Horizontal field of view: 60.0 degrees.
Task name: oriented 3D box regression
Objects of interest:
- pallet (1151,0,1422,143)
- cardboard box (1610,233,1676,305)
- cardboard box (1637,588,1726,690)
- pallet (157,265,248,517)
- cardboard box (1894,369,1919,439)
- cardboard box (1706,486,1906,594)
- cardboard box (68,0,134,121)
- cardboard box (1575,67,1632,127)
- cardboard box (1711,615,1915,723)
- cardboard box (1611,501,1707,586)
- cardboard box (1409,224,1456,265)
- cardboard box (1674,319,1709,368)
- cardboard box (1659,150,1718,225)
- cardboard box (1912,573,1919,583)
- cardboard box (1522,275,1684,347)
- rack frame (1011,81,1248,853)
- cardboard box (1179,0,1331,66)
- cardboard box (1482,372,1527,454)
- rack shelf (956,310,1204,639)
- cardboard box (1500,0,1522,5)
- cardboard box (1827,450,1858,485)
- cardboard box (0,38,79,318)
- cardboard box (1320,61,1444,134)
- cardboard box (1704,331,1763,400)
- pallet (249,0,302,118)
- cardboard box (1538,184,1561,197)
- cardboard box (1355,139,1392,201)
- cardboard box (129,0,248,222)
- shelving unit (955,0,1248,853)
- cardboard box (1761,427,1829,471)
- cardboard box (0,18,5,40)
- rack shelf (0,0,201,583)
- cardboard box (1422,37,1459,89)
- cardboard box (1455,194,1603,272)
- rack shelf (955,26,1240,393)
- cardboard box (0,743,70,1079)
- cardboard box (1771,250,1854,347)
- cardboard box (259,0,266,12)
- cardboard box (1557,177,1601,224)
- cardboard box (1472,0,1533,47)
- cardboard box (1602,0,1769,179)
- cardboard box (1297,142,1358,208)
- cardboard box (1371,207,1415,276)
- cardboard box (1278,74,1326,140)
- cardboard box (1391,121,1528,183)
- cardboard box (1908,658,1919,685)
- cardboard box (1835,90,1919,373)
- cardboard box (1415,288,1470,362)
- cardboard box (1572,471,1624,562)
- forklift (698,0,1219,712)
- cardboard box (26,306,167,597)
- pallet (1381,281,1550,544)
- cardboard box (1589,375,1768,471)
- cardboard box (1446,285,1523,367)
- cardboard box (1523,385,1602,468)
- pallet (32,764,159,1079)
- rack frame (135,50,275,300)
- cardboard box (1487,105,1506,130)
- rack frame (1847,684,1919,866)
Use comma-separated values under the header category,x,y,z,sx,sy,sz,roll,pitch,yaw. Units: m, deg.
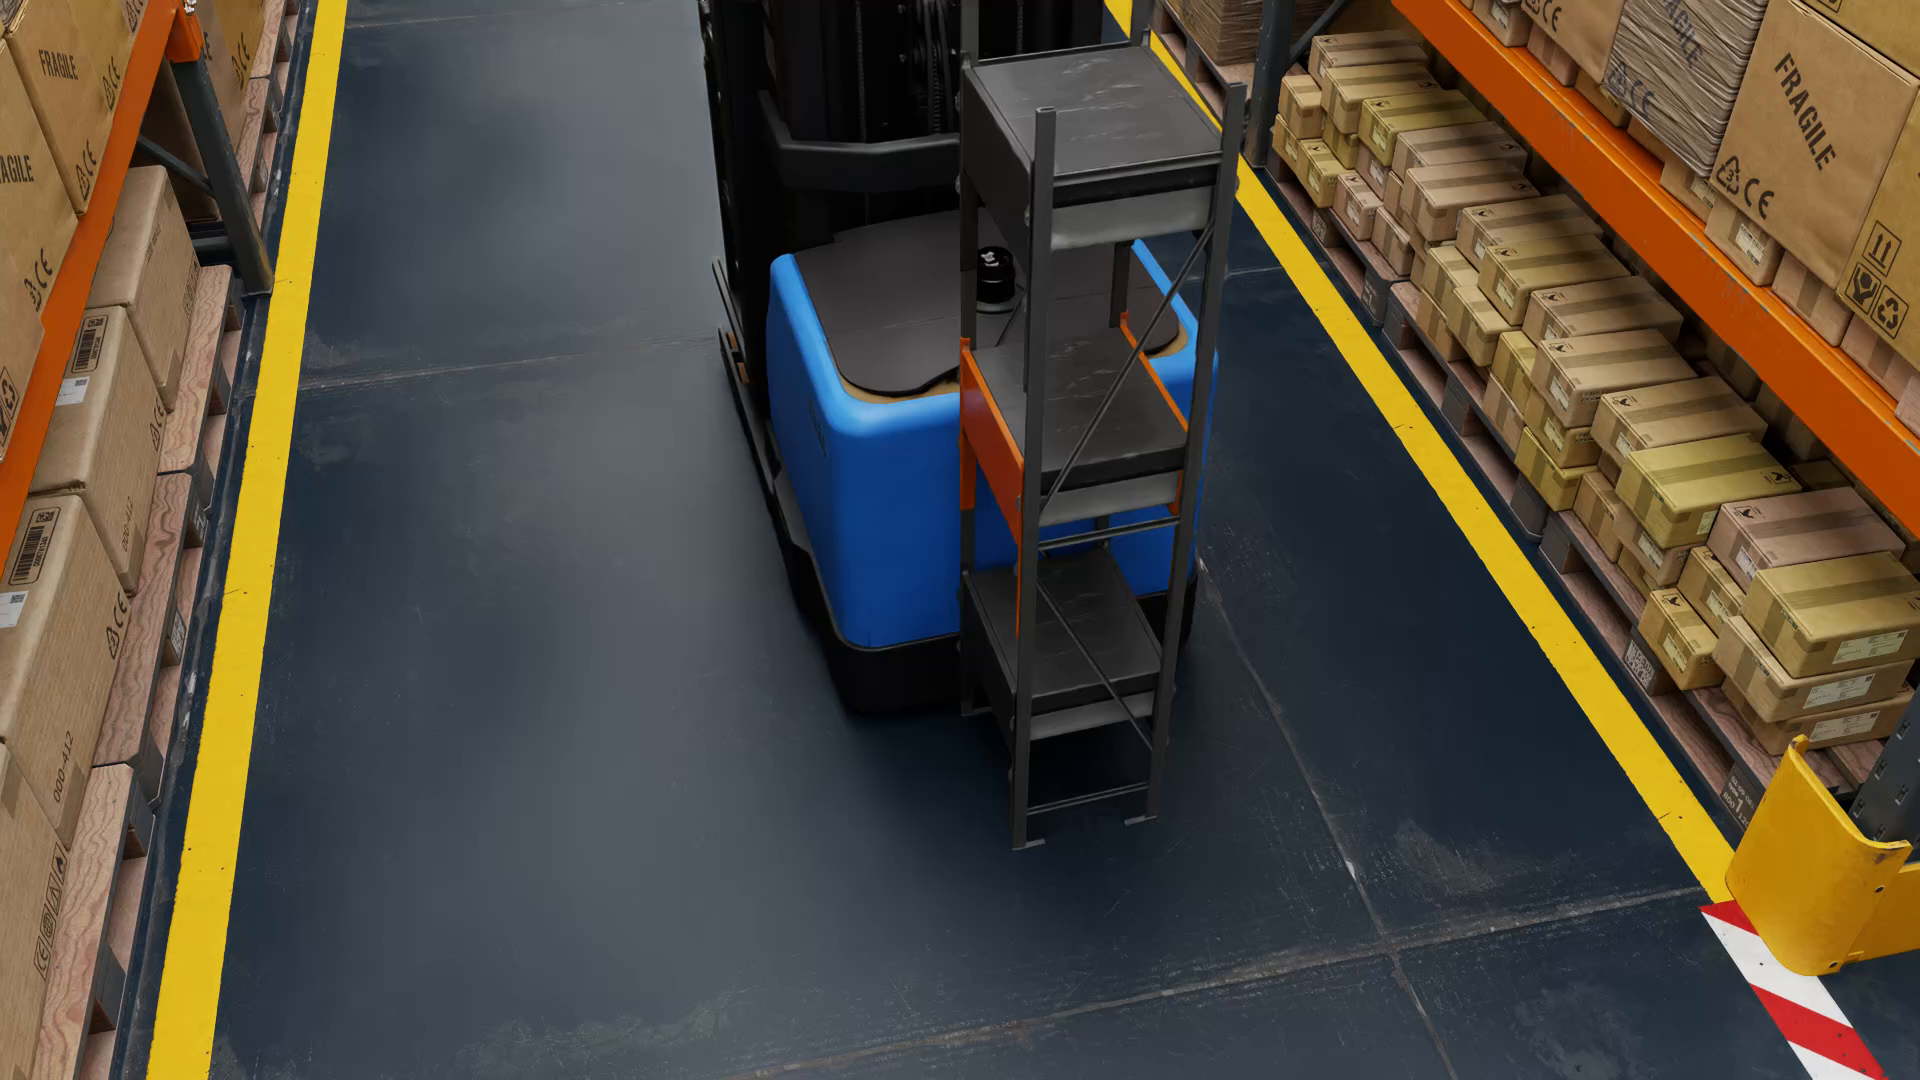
category,x,y,z,sx,sy,sz,roll,pitch,yaw
pallet,1.539,-2.250,7.626,1.003,0.211,1.213,-8,42,-9
cardboard box,2.339,-0.897,5.384,0.380,0.149,0.250,-8,42,-9
cardboard box,2.100,0.250,4.540,0.380,0.149,0.250,-7,42,-8
pallet,-3.015,-0.467,5.617,1.003,0.211,1.213,-8,42,-9
cardboard box,2.225,-0.273,3.487,0.380,0.149,0.250,-8,42,-9
cardboard box,2.212,0.013,4.359,0.380,0.149,0.250,-8,42,-8
cardboard box,-2.637,-1.454,4.554,0.500,0.500,0.500,-9,42,-10
cardboard box,1.960,-1.290,4.633,0.380,0.149,0.250,-8,42,-9
cardboard box,2.179,0.301,4.259,0.380,0.149,0.250,-9,42,-10
cardboard box,2.065,-0.036,4.638,0.380,0.149,0.250,-10,43,-11
cardboard box,1.796,-1.049,5.779,0.380,0.149,0.250,-7,42,-7
cardboard box,2.368,-0.616,5.291,0.380,0.149,0.250,-6,42,-7
cardboard box,2.034,-0.937,4.235,0.380,0.149,0.250,-10,43,-11
cardboard box,2.705,0.040,4.552,0.380,0.149,0.250,-9,42,-9
cardboard box,1.977,-0.667,5.124,0.380,0.149,0.250,-10,43,-11
rack frame,0.329,-0.011,3.681,0.400,2.100,0.015,-11,43,-12
cardboard box,1.303,-2.454,7.322,0.500,0.500,0.500,-9,42,-10
cardboard box,1.906,-0.428,5.304,0.380,0.149,0.250,-8,42,-8
rack shelf,0.262,-0.157,3.865,0.431,0.518,0.480,-11,43,-12
cardboard box,1.757,-1.929,4.864,0.500,0.500,0.500,-9,42,-10
cardboard box,2.684,-0.241,4.644,0.380,0.149,0.250,-8,42,-9
cardboard box,-2.416,-0.789,3.804,0.500,0.500,0.500,-7,42,-8
cardboard box,1.582,-1.662,6.246,0.380,0.149,0.250,-6,42,-7
cardboard box,2.499,-0.571,5.016,0.380,0.149,0.250,-7,42,-8
pallet,-3.610,-2.253,7.629,1.003,0.211,1.213,-8,42,-9
cardboard box,2.265,-1.148,5.891,0.380,0.149,0.250,-7,42,-8
cardboard box,1.704,-1.406,6.181,0.380,0.149,0.250,-9,42,-10
cardboard box,-3.315,-1.767,6.265,0.875,0.875,0.875,-7,42,-8
shelving unit,0.262,-0.167,3.856,0.431,2.100,0.503,-11,43,-12
cardboard box,2.617,-0.288,4.922,0.380,0.149,0.250,-7,42,-8
cardboard box,-2.411,-1.174,3.484,0.500,0.500,0.500,-8,42,-9
rack shelf,-2.671,-0.448,4.037,1.077,0.370,4.000,-8,42,-9
cardboard box,2.039,-1.909,6.524,0.380,0.149,0.250,-7,42,-8
cardboard box,1.878,-0.998,5.498,0.380,0.149,0.250,-10,43,-11
rack shelf,0.262,-0.680,3.401,0.431,0.518,0.480,-11,43,-12
cardboard box,-2.480,0.967,3.515,0.875,0.438,0.875,-10,43,-11
cardboard box,2.140,-0.600,3.855,0.380,0.149,0.250,-9,42,-10
cardboard box,-3.710,-2.931,7.576,0.875,0.875,0.875,-8,42,-9
cardboard box,2.322,-1.247,5.778,0.380,0.149,0.250,-10,43,-11
cardboard box,1.782,-1.617,5.002,0.380,0.149,0.250,-7,42,-7
cardboard box,1.999,-1.261,4.111,0.500,0.500,0.500,-8,42,-9
cardboard box,1.531,-1.425,6.427,0.380,0.149,0.250,-7,42,-8
cardboard box,1.739,-1.114,6.076,0.380,0.149,0.250,-9,42,-10
cardboard box,1.474,-1.710,6.524,0.380,0.149,0.250,-7,42,-7
cardboard box,1.763,-1.339,5.882,0.380,0.149,0.250,-9,42,-10
cardboard box,2.771,0.328,4.452,0.380,0.149,0.250,-8,42,-8
cardboard box,2.224,-0.599,3.366,0.500,0.500,0.500,-8,42,-8
cardboard box,1.793,-0.762,5.680,0.380,0.149,0.250,-9,42,-10
cardboard box,2.061,-0.092,4.925,0.380,0.149,0.250,-8,42,-9
forklift,-0.220,-1.611,4.857,1.130,2.935,3.031,-11,43,-12
cardboard box,-2.879,-0.210,4.841,0.875,0.438,0.875,-10,42,-11
pallet,2.155,-0.523,5.680,1.003,0.211,1.213,-8,42,-9
cardboard box,2.038,-0.314,4.727,0.380,0.149,0.250,-10,43,-11
cardboard box,1.817,-0.713,5.401,0.380,0.149,0.250,-8,42,-9
cardboard box,1.941,-0.369,5.014,0.380,0.149,0.250,-8,42,-9
pallet,-2.489,1.115,3.835,1.003,0.211,1.213,-8,42,-9
rack frame,-3.103,-2.014,5.259,1.000,3.000,0.127,-8,42,-9
cardboard box,2.194,-1.588,6.163,0.380,0.149,0.250,-9,42,-10
rack frame,2.572,-0.196,3.211,1.000,3.000,0.127,-8,42,-9
